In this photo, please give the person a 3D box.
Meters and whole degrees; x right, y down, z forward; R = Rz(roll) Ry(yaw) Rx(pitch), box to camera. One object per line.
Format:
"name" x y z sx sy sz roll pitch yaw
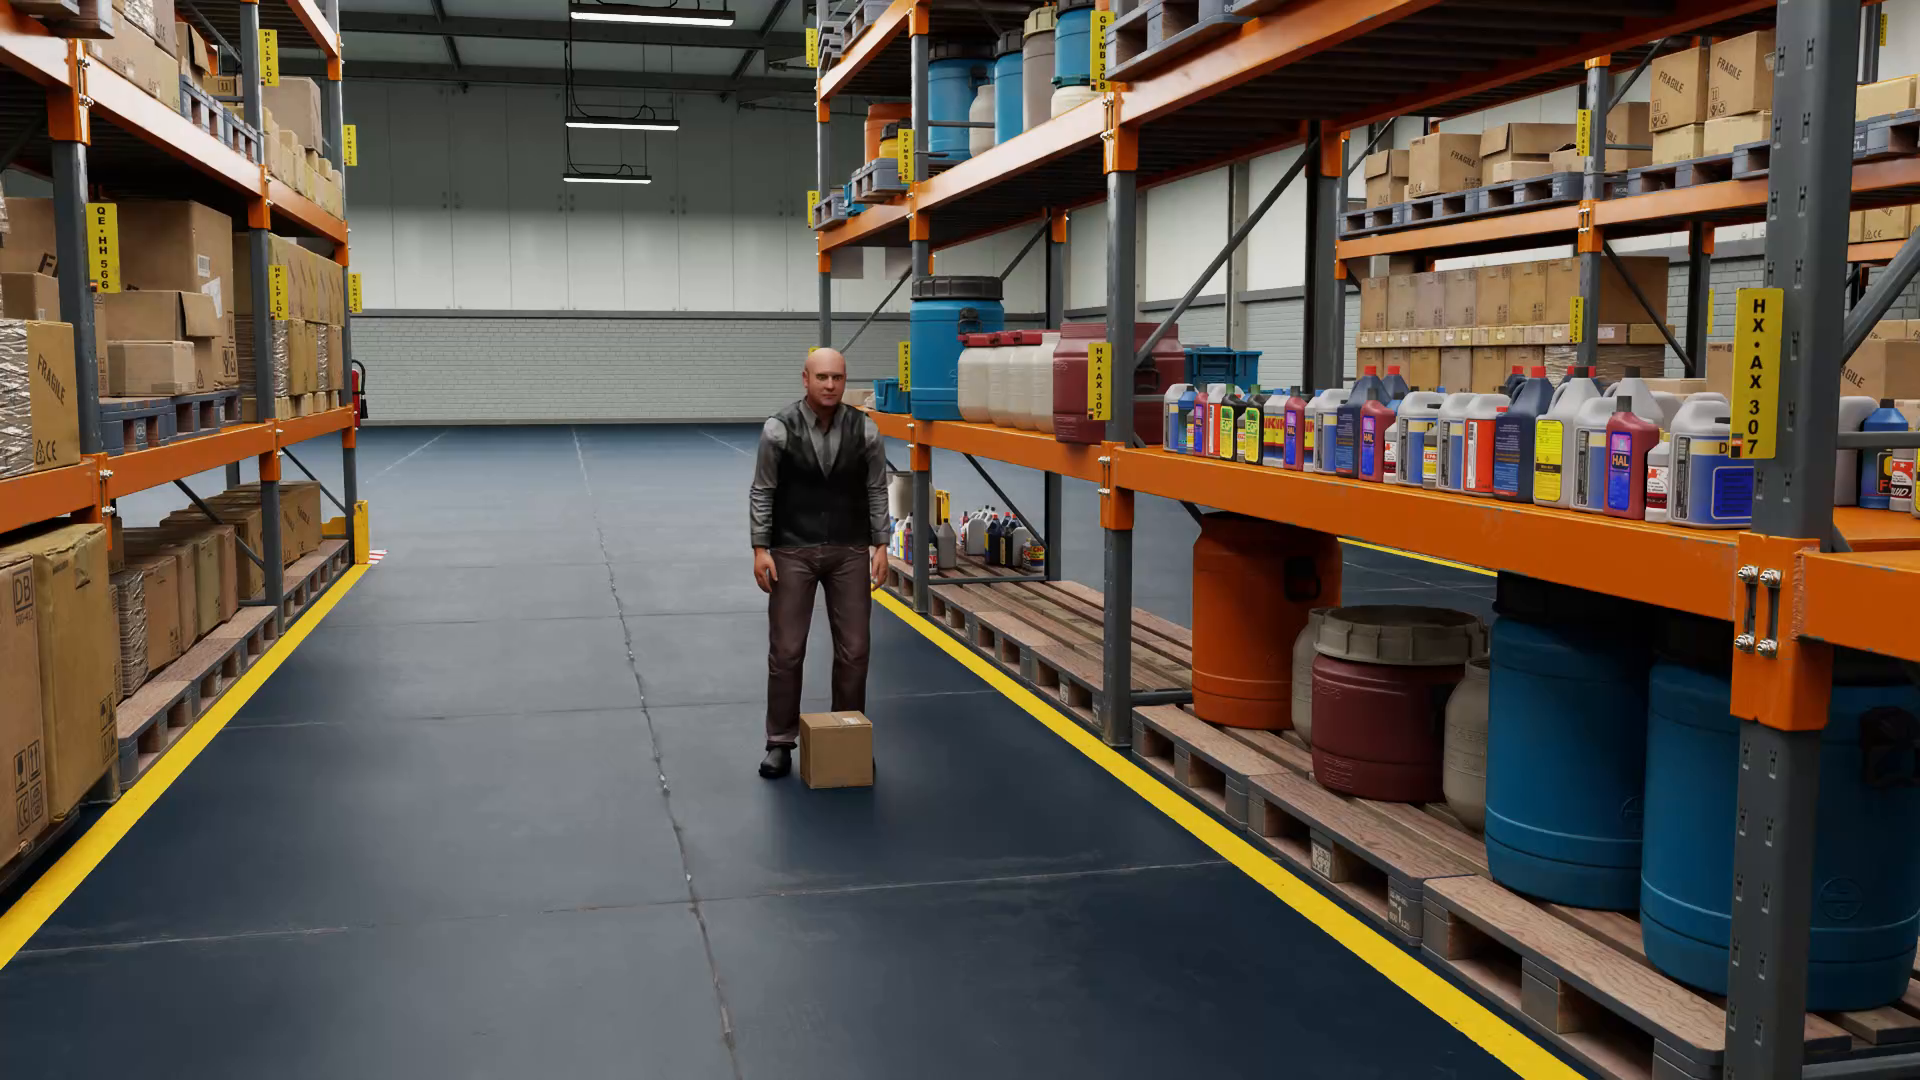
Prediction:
"person" -0.573 0.077 6.832 0.580 1.721 0.414 -2 6 -14
